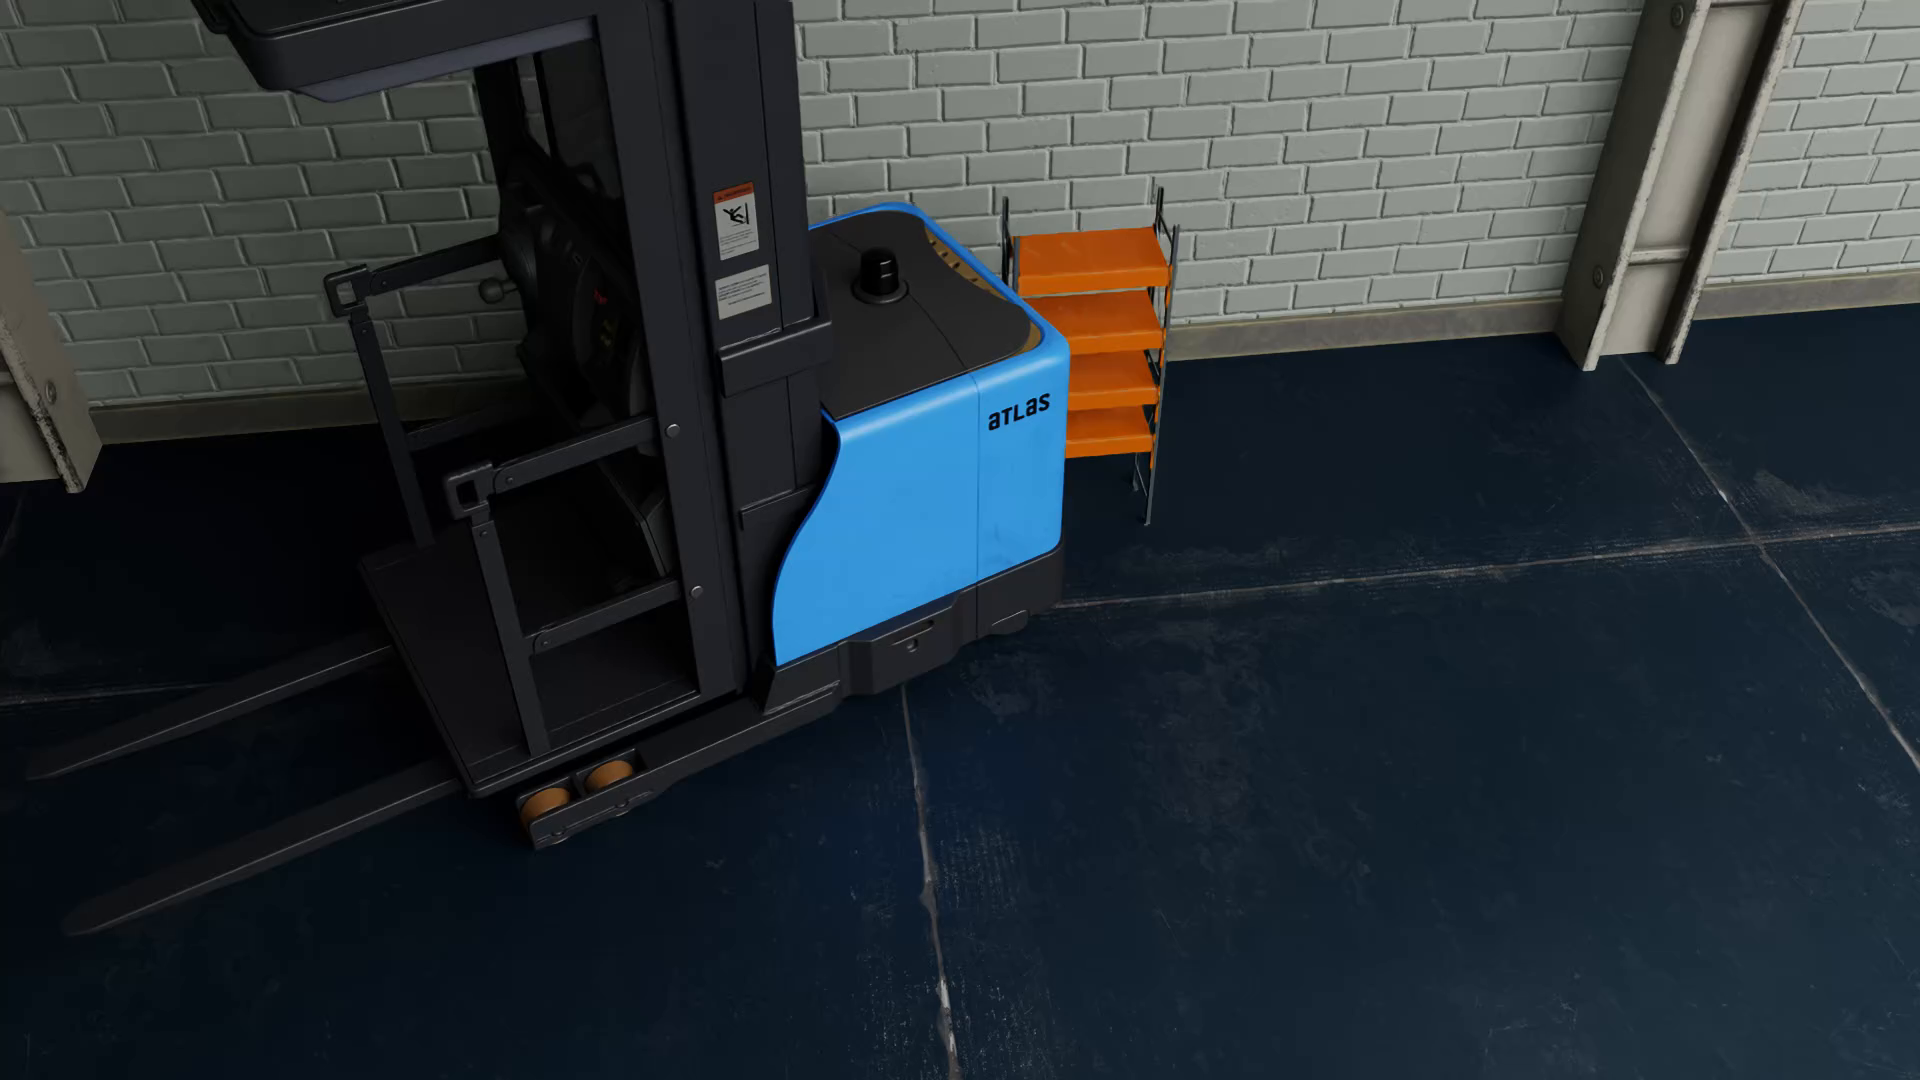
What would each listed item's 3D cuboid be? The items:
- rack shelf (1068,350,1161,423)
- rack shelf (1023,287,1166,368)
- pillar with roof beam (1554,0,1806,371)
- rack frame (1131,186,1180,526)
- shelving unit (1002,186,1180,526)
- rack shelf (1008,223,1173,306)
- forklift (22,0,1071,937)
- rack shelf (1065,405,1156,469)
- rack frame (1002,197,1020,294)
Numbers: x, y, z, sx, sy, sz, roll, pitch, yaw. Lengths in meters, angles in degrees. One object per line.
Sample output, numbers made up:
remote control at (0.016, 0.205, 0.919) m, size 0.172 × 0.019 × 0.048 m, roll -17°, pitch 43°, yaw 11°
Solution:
rack shelf at (0.398, -0.505, 5.514) m, size 0.480 × 0.148 × 0.258 m, roll -5°, pitch 42°, yaw -5°
rack shelf at (0.398, -0.671, 5.365) m, size 0.480 × 0.148 × 0.258 m, roll -5°, pitch 42°, yaw -5°
pillar with roof beam at (3.158, -1.260, 0.429) m, size 0.400 × 9.000 × 9.100 m, roll -5°, pitch 42°, yaw -6°
rack frame at (0.640, -0.576, 5.493) m, size 0.015 × 1.200 × 0.240 m, roll -5°, pitch 42°, yaw -5°
shelving unit at (0.398, -0.555, 5.469) m, size 0.503 × 1.200 × 0.258 m, roll -5°, pitch 42°, yaw -5°
rack shelf at (0.398, -0.847, 5.206) m, size 0.480 × 0.148 × 0.258 m, roll -5°, pitch 42°, yaw -5°
forklift at (-1.190, -0.620, 4.249) m, size 3.031 × 2.935 × 1.130 m, roll -22°, pitch 47°, yaw -23°
rack shelf at (0.398, -0.358, 5.647) m, size 0.480 × 0.148 × 0.258 m, roll -5°, pitch 42°, yaw -5°
rack frame at (0.156, -0.534, 5.446) m, size 0.015 × 1.200 × 0.240 m, roll -5°, pitch 42°, yaw -5°
